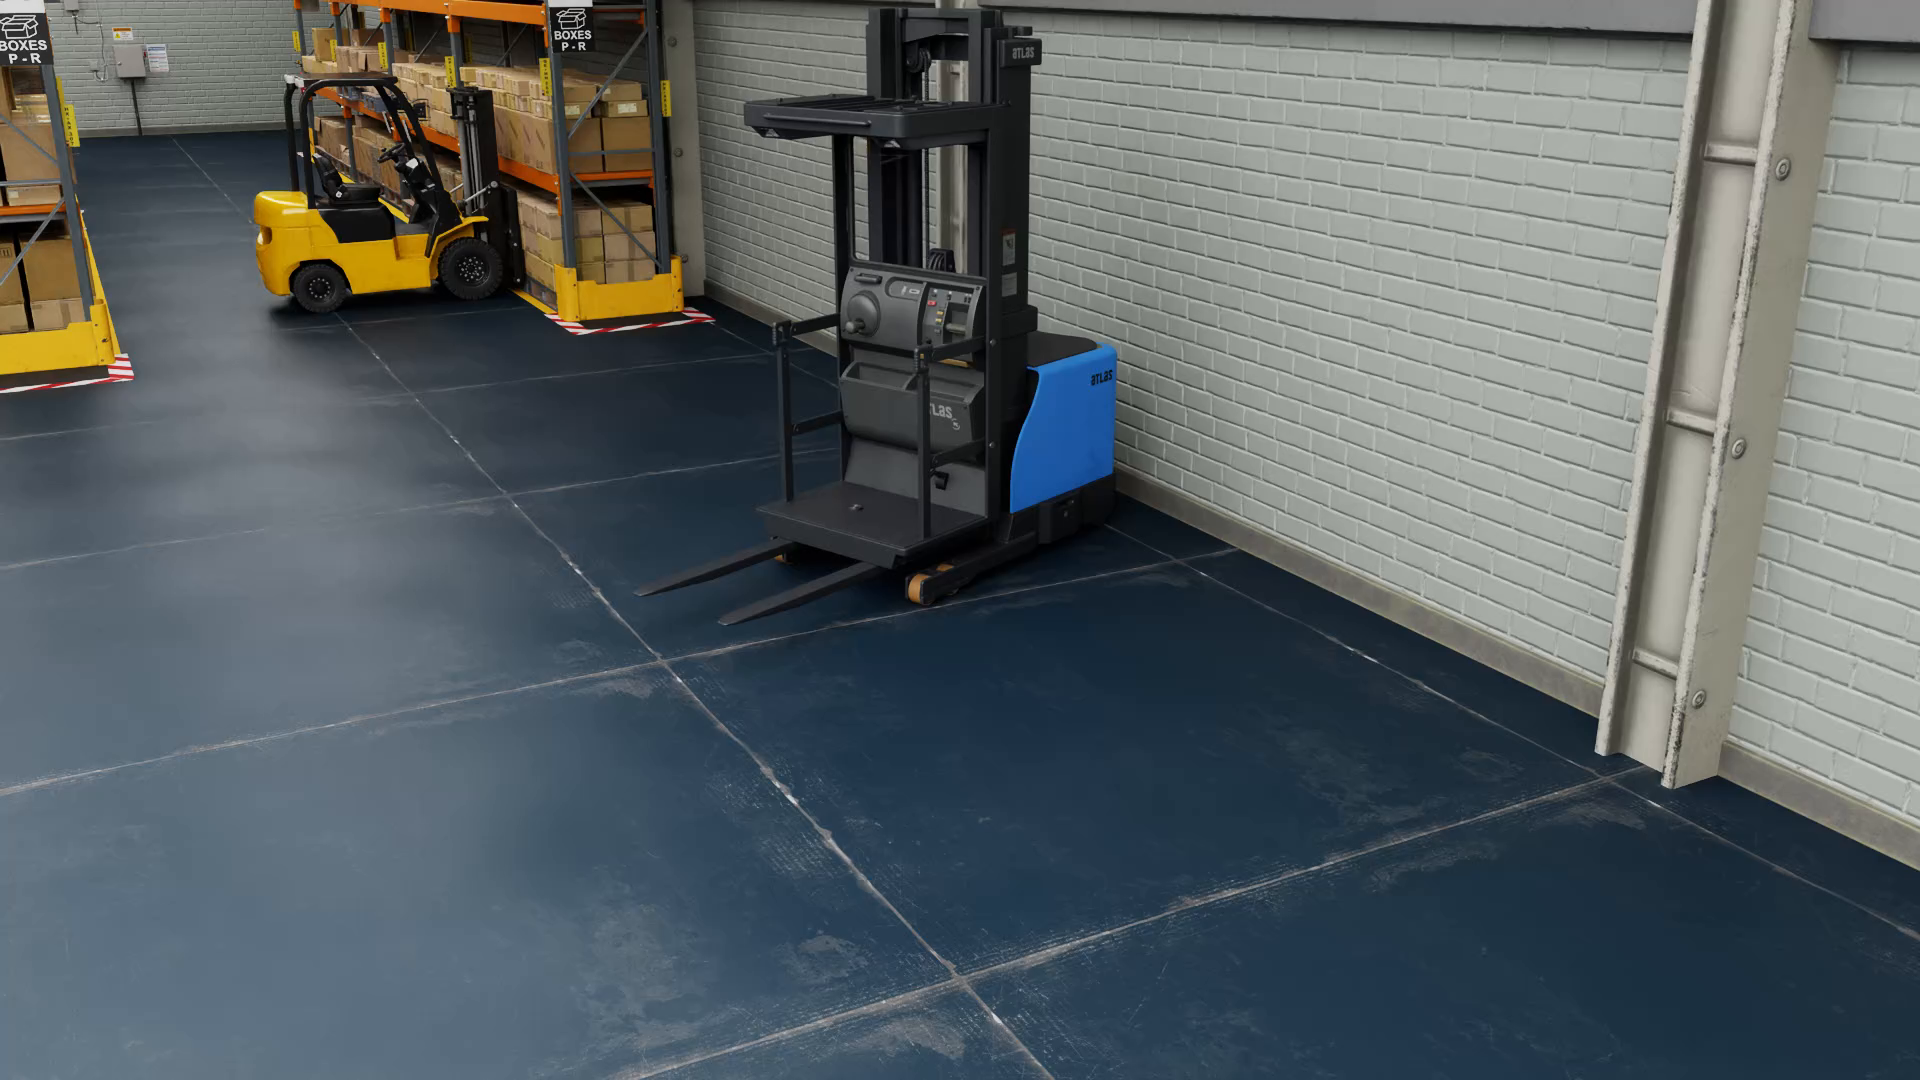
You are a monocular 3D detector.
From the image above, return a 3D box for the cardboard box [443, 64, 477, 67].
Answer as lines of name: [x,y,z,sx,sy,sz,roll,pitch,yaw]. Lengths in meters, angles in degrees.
cardboard box: [-6.422,-6.044,21.400,0.380,0.149,0.250,-10,21,-27]

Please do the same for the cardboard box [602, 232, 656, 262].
cardboard box: [-3.289,-2.899,16.239,0.500,0.250,0.500,-10,21,-26]

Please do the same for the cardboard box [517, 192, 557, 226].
cardboard box: [-4.237,-3.341,16.754,0.500,0.250,0.500,-10,21,-26]

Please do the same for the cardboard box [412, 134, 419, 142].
cardboard box: [-7.681,-5.778,23.971,0.380,0.149,0.250,-10,21,-26]

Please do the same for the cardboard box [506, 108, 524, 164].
cardboard box: [-4.195,-4.042,16.594,0.500,0.500,0.500,-10,22,-28]

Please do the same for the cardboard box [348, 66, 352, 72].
cardboard box: [-8.624,-6.718,24.065,0.396,0.266,0.258,-9,21,-24]

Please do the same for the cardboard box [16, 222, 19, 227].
cardboard box: [-8.511,-2.808,15.593,0.500,0.500,0.500,-9,21,-24]

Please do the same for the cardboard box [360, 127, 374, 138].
cardboard box: [-8.811,-6.153,25.060,0.380,0.149,0.250,-11,22,-28]

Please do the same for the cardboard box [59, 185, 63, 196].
cardboard box: [-7.781,-2.997,14.103,0.380,0.149,0.250,-11,22,-28]

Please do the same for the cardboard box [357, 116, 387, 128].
cardboard box: [-8.845,-6.294,25.012,0.380,0.149,0.250,-11,22,-29]

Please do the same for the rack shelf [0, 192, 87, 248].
rack shelf: [-8.564,-3.061,15.007,1.077,0.370,4.000,-10,21,-27]

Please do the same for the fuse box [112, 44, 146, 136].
fuse box: [-15.993,-8.710,32.248,0.539,1.711,0.414,-10,21,-27]

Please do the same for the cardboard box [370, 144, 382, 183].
cardboard box: [-8.179,-5.440,23.986,0.500,0.500,0.500,-11,22,-29]

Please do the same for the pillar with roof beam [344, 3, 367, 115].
pillar with roof beam: [-15.122,-11.273,28.504,9.100,9.000,0.400,-10,21,-27]

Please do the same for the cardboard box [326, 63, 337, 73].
cardboard box: [-9.654,-7.361,26.140,0.500,0.250,0.500,-10,21,-26]

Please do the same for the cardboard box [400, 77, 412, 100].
cardboard box: [-6.815,-5.750,21.159,0.500,0.250,0.500,-9,21,-25]

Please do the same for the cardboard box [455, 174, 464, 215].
cardboard box: [-5.405,-3.969,19.532,0.875,0.625,0.625,-9,21,-24]

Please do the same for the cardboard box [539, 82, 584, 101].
cardboard box: [-3.748,-4.228,15.681,0.380,0.149,0.250,-10,21,-27]

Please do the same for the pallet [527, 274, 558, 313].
pallet: [-3.648,-2.492,16.529,1.003,0.211,1.213,-10,21,-27]

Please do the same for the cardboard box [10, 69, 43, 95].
cardboard box: [-9.484,-4.541,16.939,0.500,0.500,0.500,-9,21,-25]

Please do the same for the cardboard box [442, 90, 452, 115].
cardboard box: [-5.606,-5.012,19.021,0.500,0.250,0.500,-10,22,-28]

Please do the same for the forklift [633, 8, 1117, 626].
forklift: [-0.397,-1.227,8.695,1.130,2.935,3.031,15,24,37]

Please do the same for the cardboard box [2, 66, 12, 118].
cardboard box: [-8.283,-3.747,13.749,0.700,0.500,0.500,-10,21,-26]

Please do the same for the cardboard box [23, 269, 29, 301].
cardboard box: [-8.954,-2.359,15.442,0.500,0.250,0.500,-10,22,-27]

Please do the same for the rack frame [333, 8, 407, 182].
rack frame: [-8.946,-7.042,25.440,1.000,3.000,0.127,-10,21,-27]

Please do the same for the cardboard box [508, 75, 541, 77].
cardboard box: [-4.337,-4.601,16.763,0.380,0.149,0.250,-10,21,-26]

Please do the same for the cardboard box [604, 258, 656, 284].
cardboard box: [-3.309,-2.667,16.333,0.500,0.250,0.500,-10,21,-26]

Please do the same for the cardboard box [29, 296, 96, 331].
cardboard box: [-7.754,-2.000,14.401,0.500,0.250,0.500,-10,21,-27]

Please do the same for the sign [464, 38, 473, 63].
sign: [-6.560,-6.528,22.175,0.100,0.325,0.005,-10,21,-27]

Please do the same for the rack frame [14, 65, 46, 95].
rack frame: [-9.514,-3.975,16.553,1.000,3.000,0.127,-10,21,-27]

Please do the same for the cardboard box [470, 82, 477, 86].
cardboard box: [-5.103,-4.893,18.064,0.380,0.149,0.250,-9,21,-25]

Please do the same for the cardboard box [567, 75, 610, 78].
cardboard box: [-3.741,-4.611,16.791,0.380,0.149,0.250,-11,22,-28]

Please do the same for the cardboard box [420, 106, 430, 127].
cardboard box: [-6.321,-5.216,20.379,0.500,0.250,0.500,-9,21,-25]

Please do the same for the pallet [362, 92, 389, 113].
pallet: [-7.431,-5.986,22.676,1.213,0.211,1.003,-10,21,-27]

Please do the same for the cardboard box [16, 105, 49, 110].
cardboard box: [-8.336,-3.633,14.951,0.500,0.500,0.500,-10,22,-28]

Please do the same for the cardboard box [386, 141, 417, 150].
cardboard box: [-7.661,-5.393,22.856,0.380,0.149,0.250,-11,22,-29]

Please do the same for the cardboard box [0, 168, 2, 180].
cardboard box: [-8.349,-3.272,13.907,0.500,0.500,0.500,-10,21,-27]

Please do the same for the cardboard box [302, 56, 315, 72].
cardboard box: [-10.867,-8.088,28.245,0.500,0.250,0.500,-10,21,-26]

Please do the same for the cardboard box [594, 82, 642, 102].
cardboard box: [-3.220,-4.221,15.661,0.380,0.149,0.250,-10,22,-28]

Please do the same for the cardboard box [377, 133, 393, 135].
cardboard box: [-8.181,-5.783,23.986,0.380,0.149,0.250,-10,21,-26]

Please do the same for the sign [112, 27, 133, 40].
sign: [-16.140,-9.760,32.051,0.339,0.242,0.001,-10,21,-27]

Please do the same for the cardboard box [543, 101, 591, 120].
cardboard box: [-3.659,-4.007,15.497,0.380,0.149,0.250,-10,21,-26]

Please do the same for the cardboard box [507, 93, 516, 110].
cardboard box: [-4.290,-4.371,16.553,0.380,0.149,0.250,-10,21,-26]

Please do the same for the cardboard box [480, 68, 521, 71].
cardboard box: [-4.925,-4.969,17.830,0.380,0.149,0.250,-10,22,-28]

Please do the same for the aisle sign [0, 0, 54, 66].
aisle sign: [-7.312,-4.086,12.889,0.394,0.787,0.004,-10,21,-27]

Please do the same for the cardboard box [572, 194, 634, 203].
cardboard box: [-3.550,-3.278,16.572,0.500,0.250,0.500,-10,21,-27]

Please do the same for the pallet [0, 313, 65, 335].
pallet: [-8.005,-1.769,14.435,1.003,0.211,1.213,-10,21,-27]

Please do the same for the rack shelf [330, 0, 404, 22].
rack shelf: [-7.997,-7.545,23.404,1.077,0.370,4.000,-10,21,-27]

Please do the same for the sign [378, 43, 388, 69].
sign: [-7.520,-6.317,21.685,0.100,0.325,0.005,-10,21,-27]

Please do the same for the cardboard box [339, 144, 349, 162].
cardboard box: [-9.639,-6.165,26.446,0.396,0.266,0.258,-9,21,-25]

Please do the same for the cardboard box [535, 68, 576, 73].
cardboard box: [-4.336,-4.980,17.862,0.380,0.149,0.250,-10,22,-28]

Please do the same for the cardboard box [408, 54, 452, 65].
cardboard box: [-7.154,-6.311,22.526,0.500,0.500,0.500,-9,21,-24]
